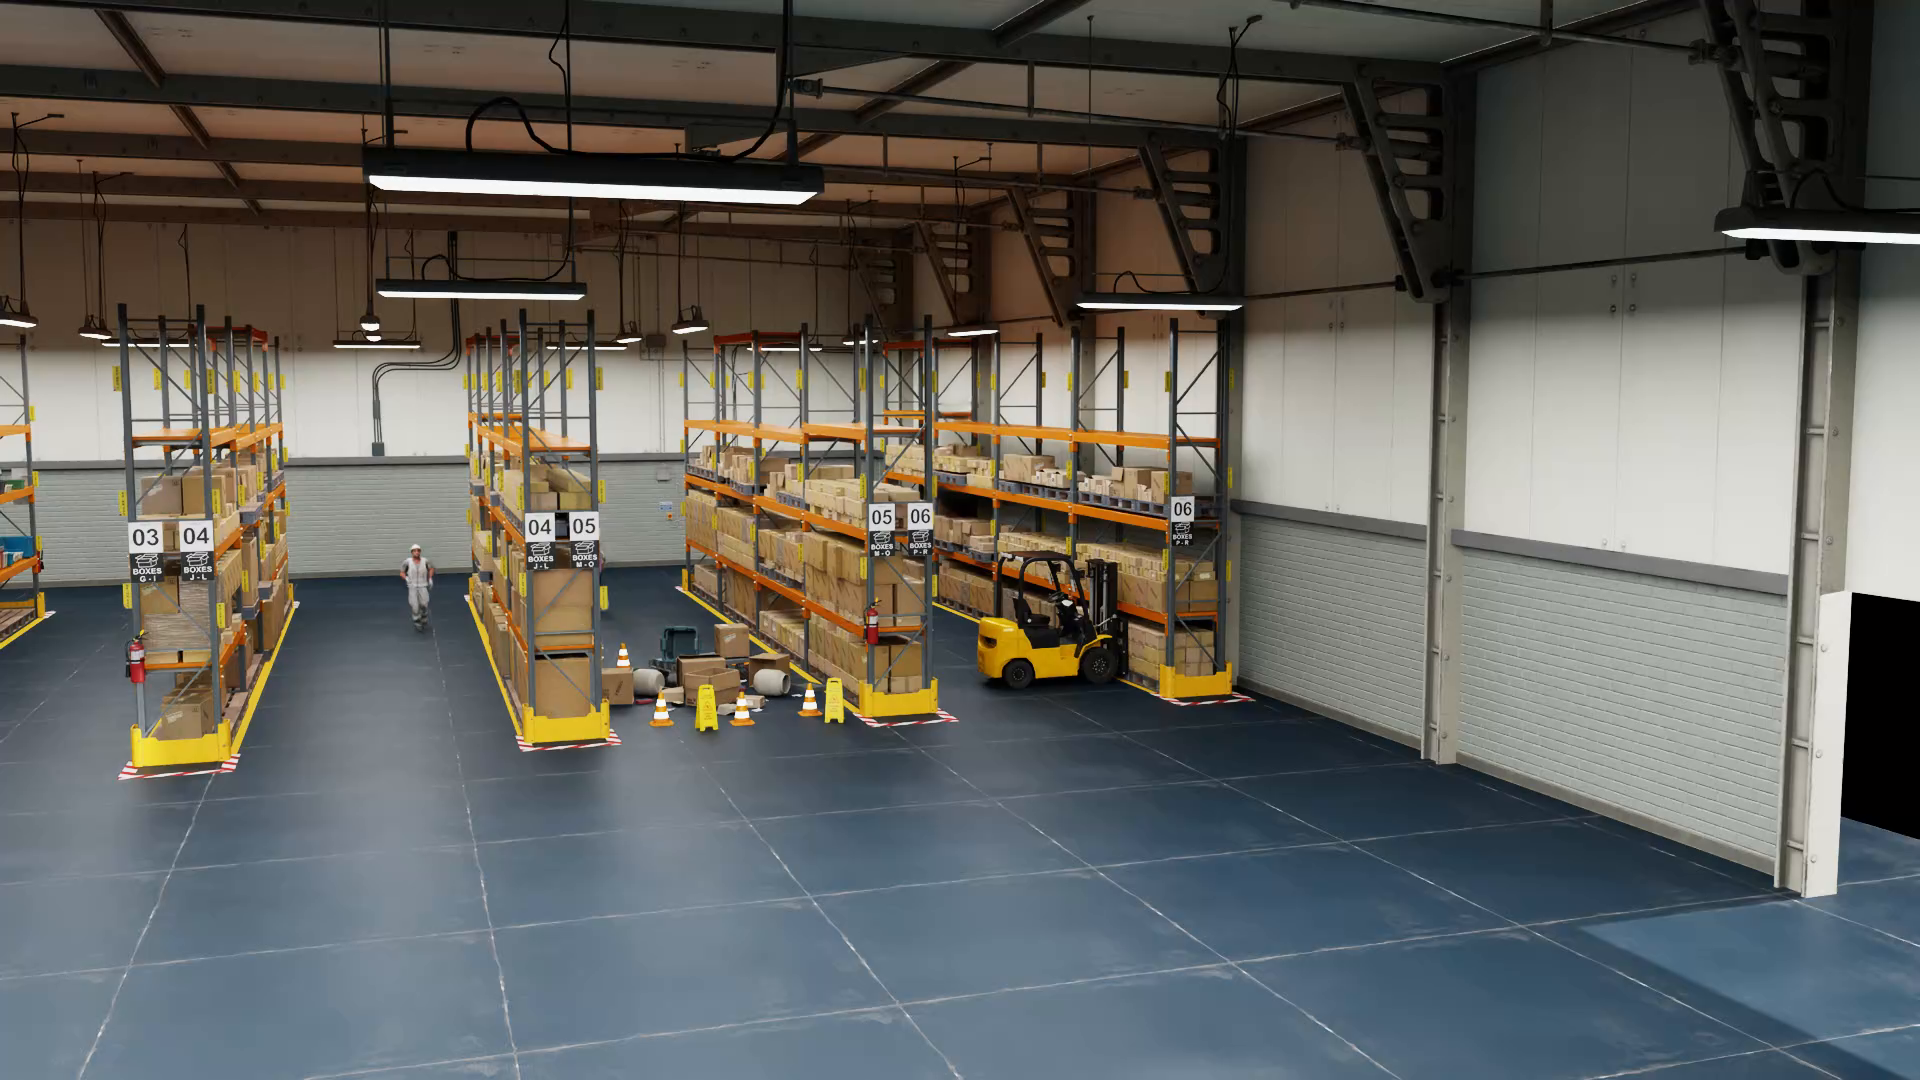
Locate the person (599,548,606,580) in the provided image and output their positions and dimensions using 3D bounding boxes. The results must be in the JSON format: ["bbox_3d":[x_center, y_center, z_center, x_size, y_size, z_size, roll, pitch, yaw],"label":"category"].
[{"bbox_3d":[-8.073,0.743,36.629,0.506,1.602,1.029,-2,6,-22],"label":"person"}]

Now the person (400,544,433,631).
[{"bbox_3d":[-10.864,0.965,33.288,0.648,1.759,0.640,-2,6,-20],"label":"person"}]
